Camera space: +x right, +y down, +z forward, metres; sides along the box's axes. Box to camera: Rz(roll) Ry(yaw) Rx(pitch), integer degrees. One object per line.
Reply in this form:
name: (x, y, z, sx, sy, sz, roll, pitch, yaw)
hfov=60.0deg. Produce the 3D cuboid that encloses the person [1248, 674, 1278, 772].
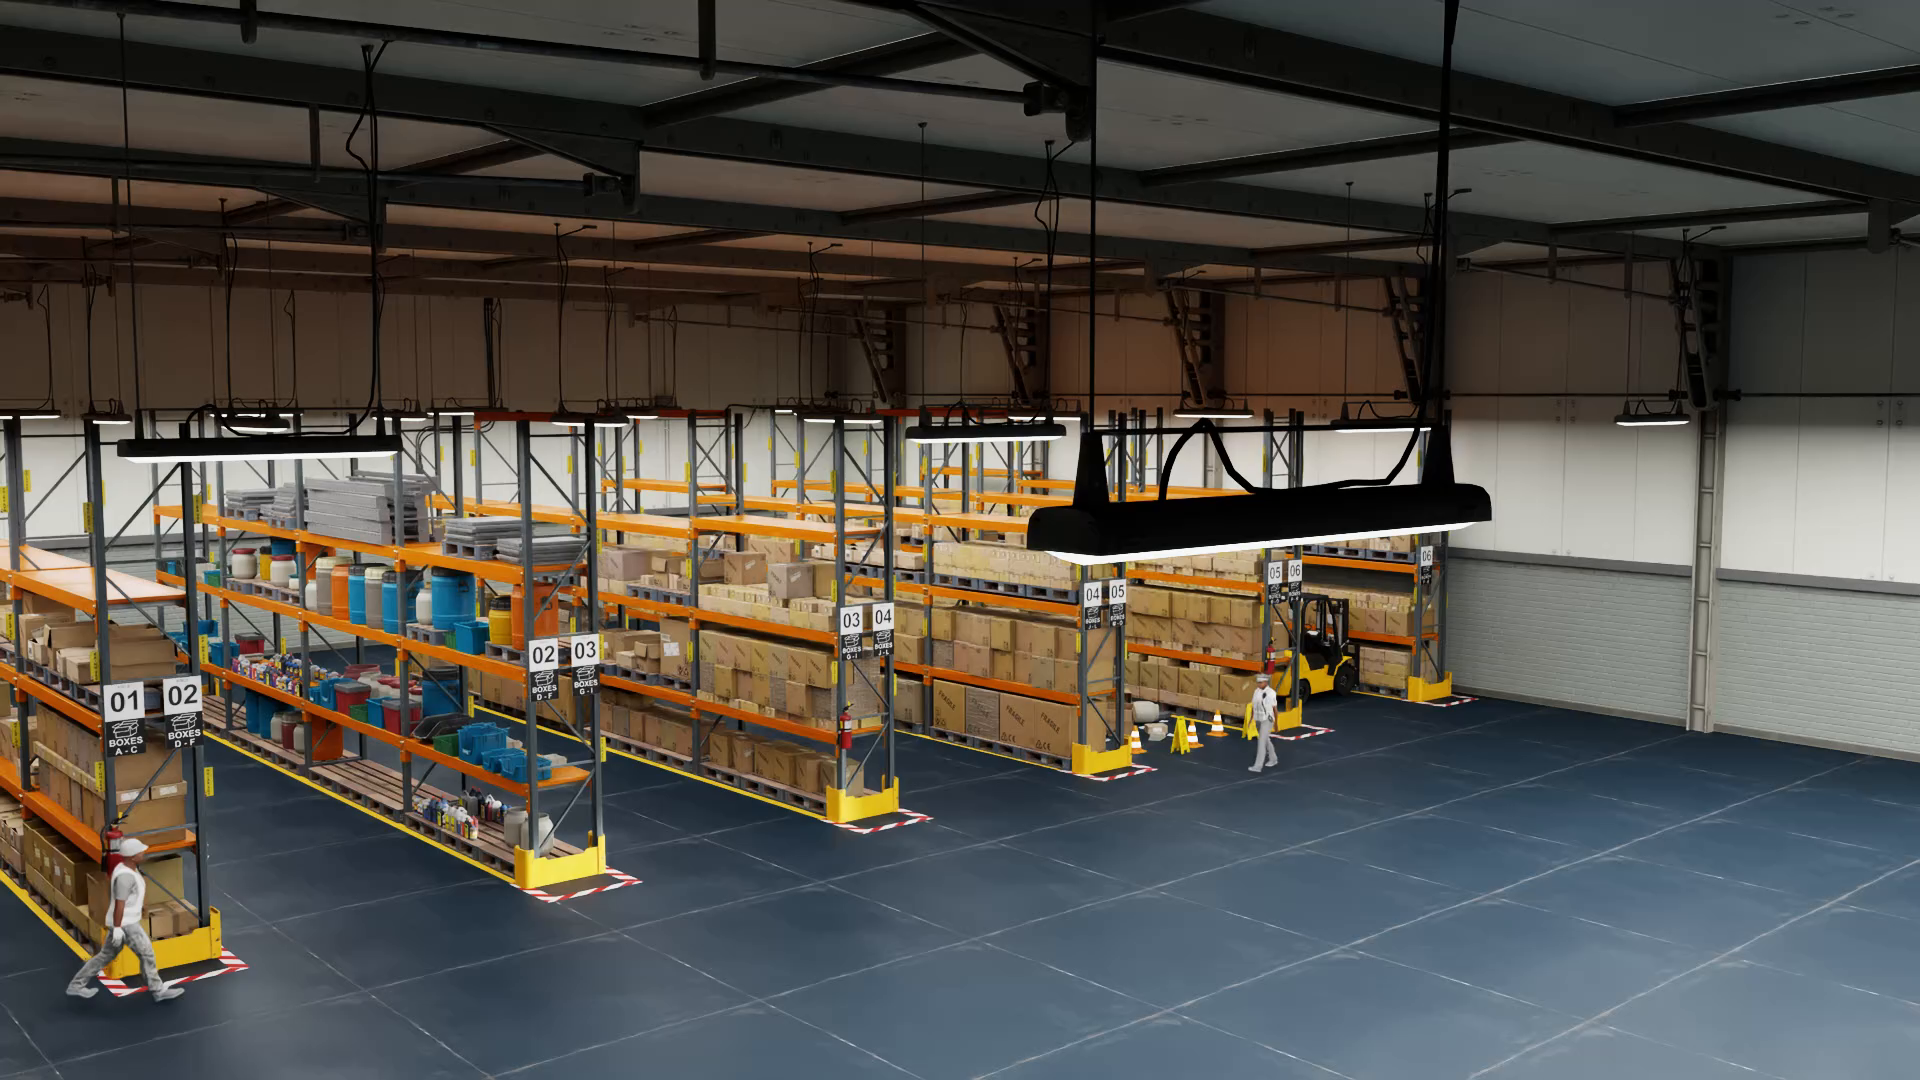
person: (5.084, 3.055, 27.972, 0.866, 1.631, 0.475, -3, 6, -31)

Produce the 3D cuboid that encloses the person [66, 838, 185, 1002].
person: (-8.695, 3.958, 17.268, 1.133, 1.728, 0.579, -2, 5, -20)
